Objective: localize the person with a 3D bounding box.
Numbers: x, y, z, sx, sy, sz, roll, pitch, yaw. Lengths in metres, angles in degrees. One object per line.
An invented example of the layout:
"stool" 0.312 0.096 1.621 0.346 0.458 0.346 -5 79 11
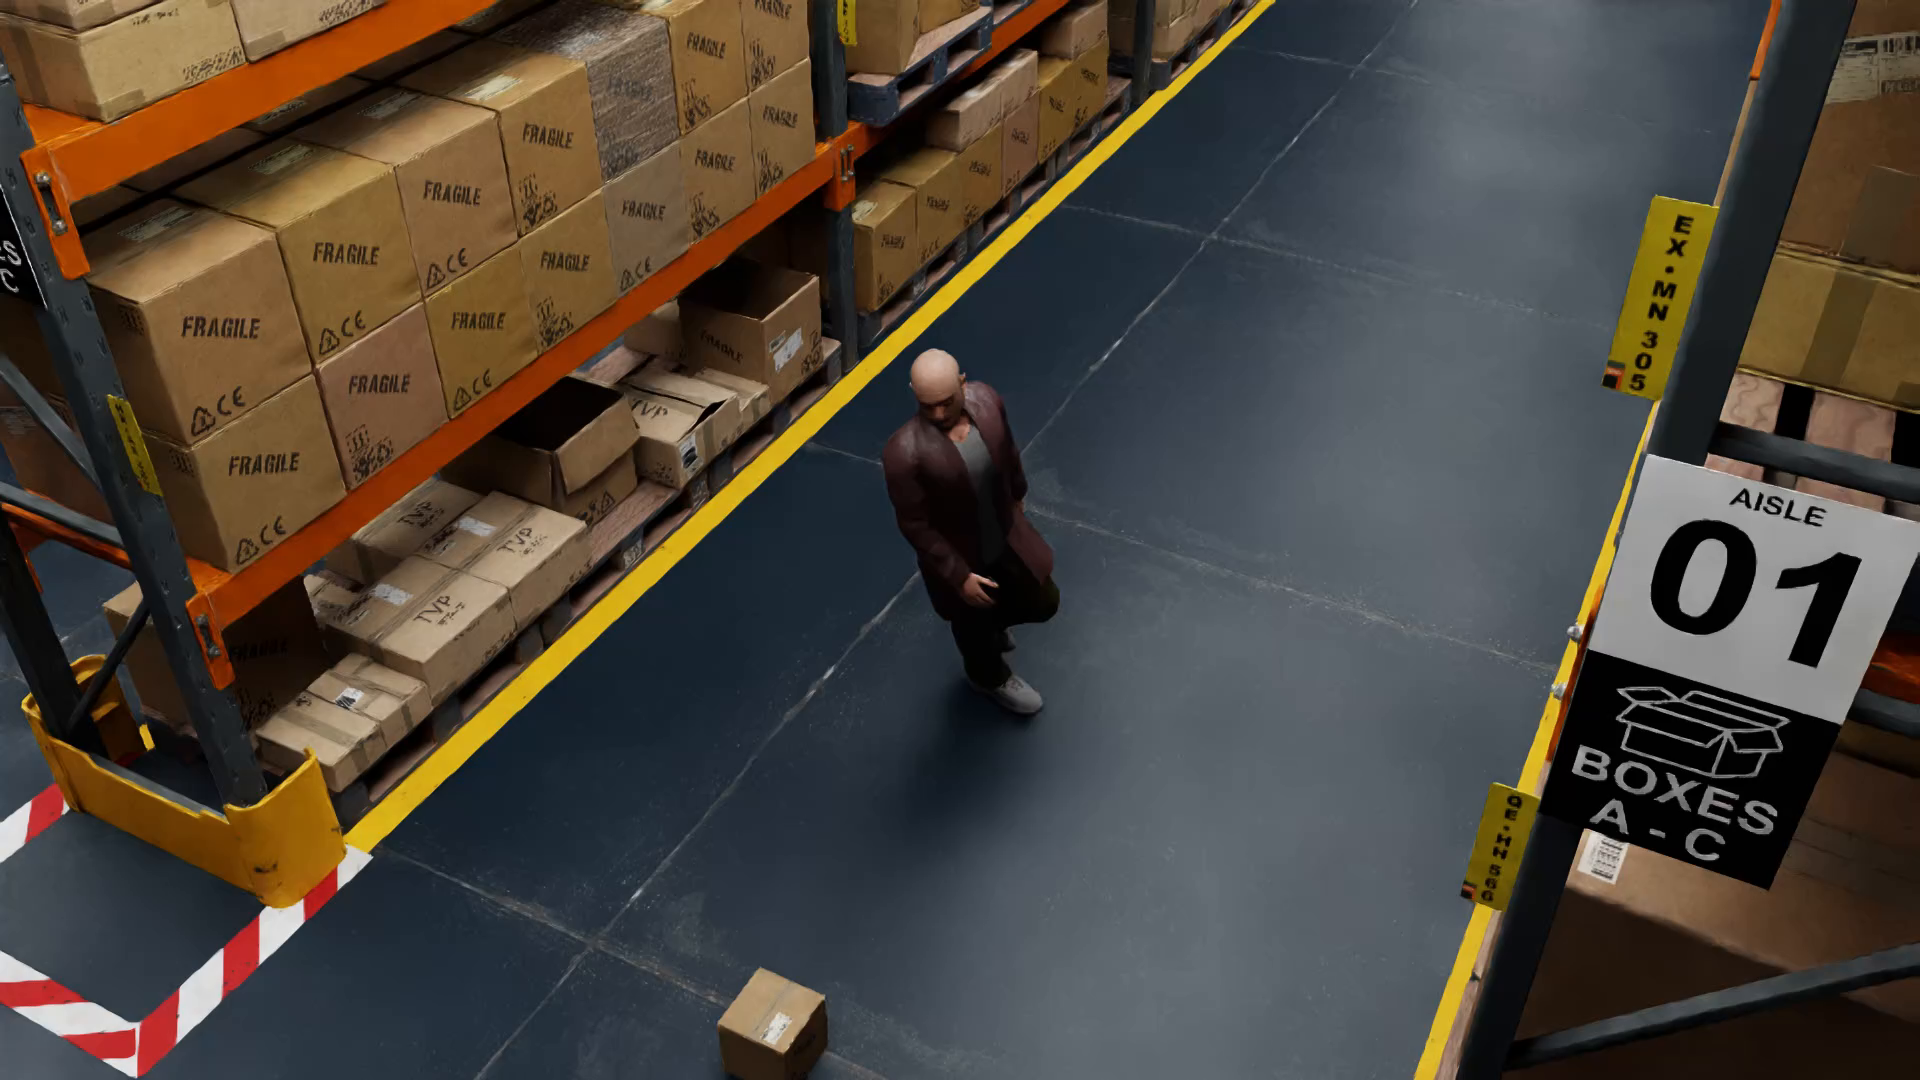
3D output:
"person" 0.028 -0.009 6.175 0.717 1.737 0.556 -27 45 -30
